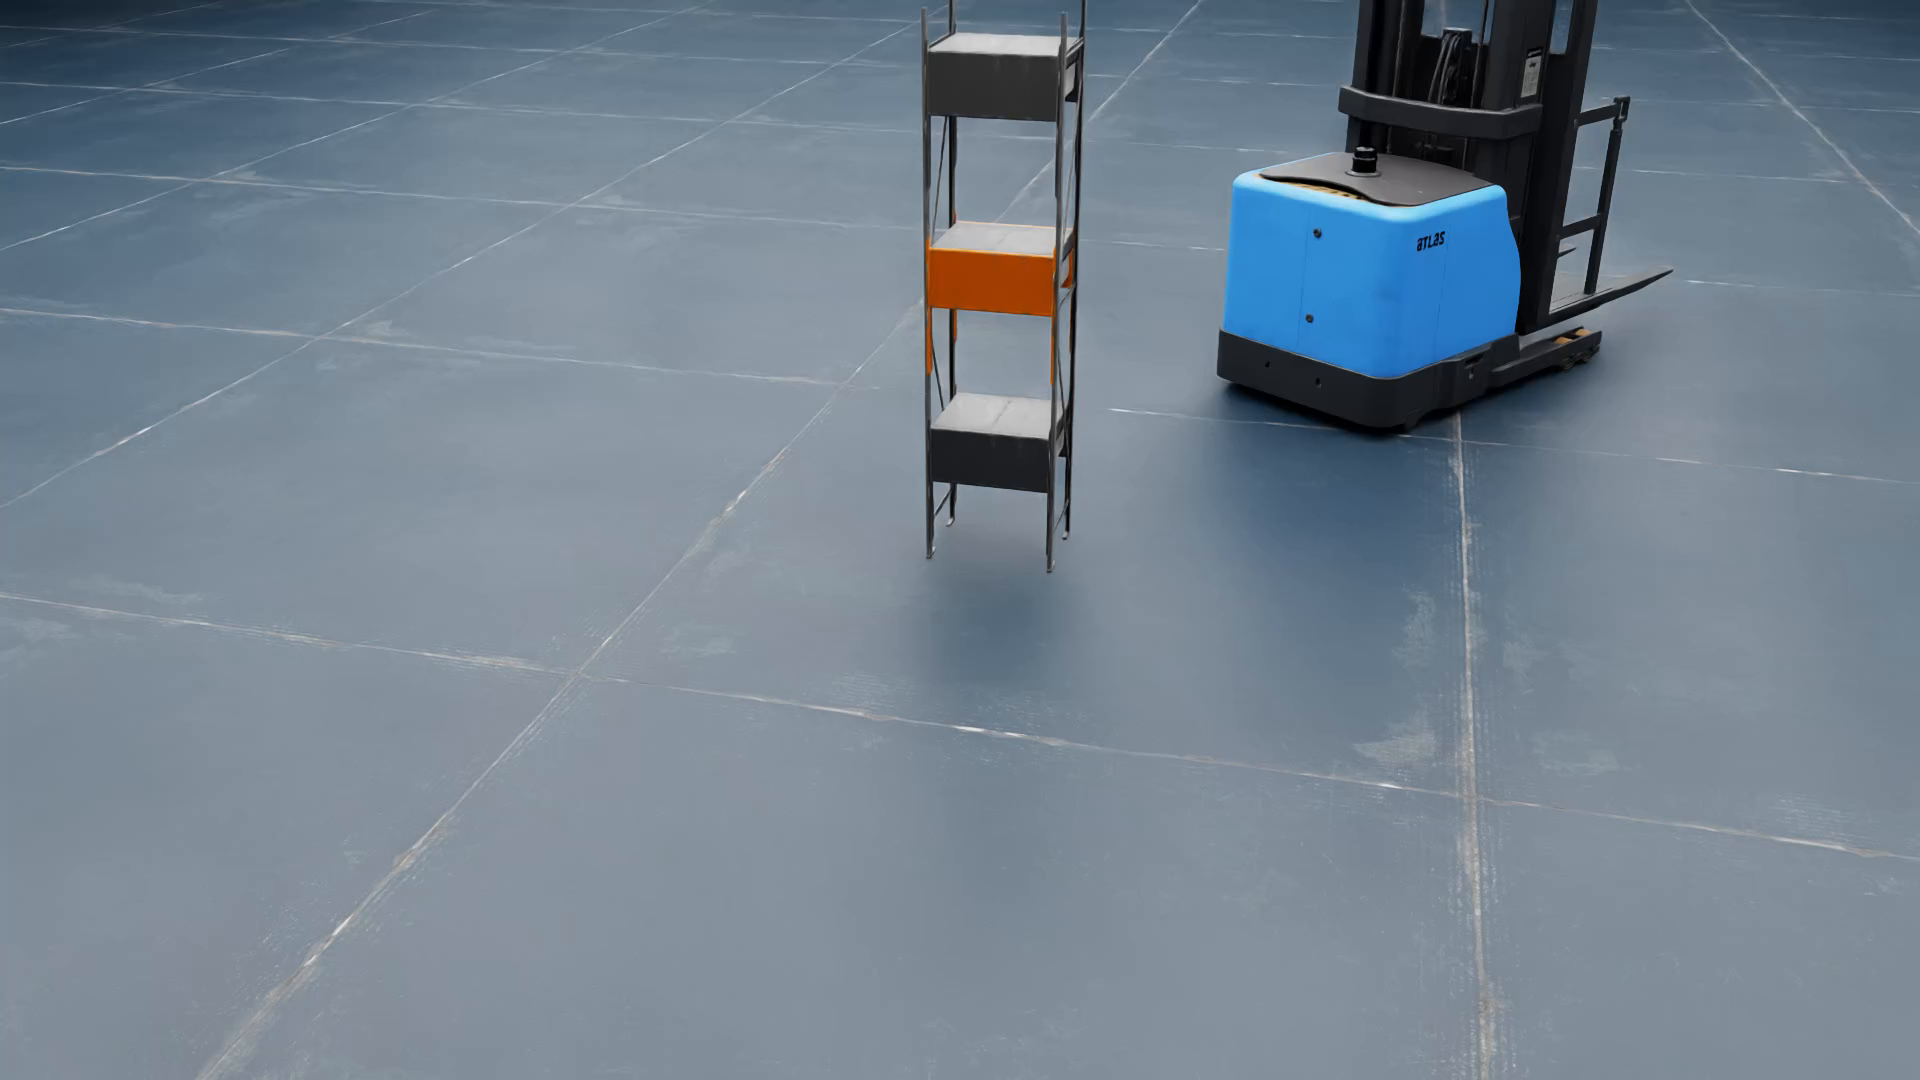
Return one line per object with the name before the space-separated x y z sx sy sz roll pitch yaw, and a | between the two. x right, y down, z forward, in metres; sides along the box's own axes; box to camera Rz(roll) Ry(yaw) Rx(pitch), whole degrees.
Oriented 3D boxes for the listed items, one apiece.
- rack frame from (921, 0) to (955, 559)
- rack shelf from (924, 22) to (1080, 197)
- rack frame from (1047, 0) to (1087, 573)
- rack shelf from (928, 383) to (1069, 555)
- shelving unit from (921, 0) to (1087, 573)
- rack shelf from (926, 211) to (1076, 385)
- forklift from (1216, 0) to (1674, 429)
rack frame | -0.076 -0.956 6.316 0.015 2.100 0.400 6 26 13
rack shelf | 0.160 -1.550 5.966 0.480 0.518 0.431 6 26 13
rack frame | 0.397 -0.904 6.207 0.015 2.100 0.400 6 26 13
rack shelf | 0.160 -0.286 6.568 0.480 0.518 0.431 6 26 13
shelving unit | 0.160 -0.930 6.261 0.503 2.100 0.431 6 26 13
rack shelf | 0.160 -0.918 6.267 0.480 0.518 0.431 6 26 13
forklift | 2.724 -2.355 8.287 3.031 2.935 1.130 -21 32 -37
